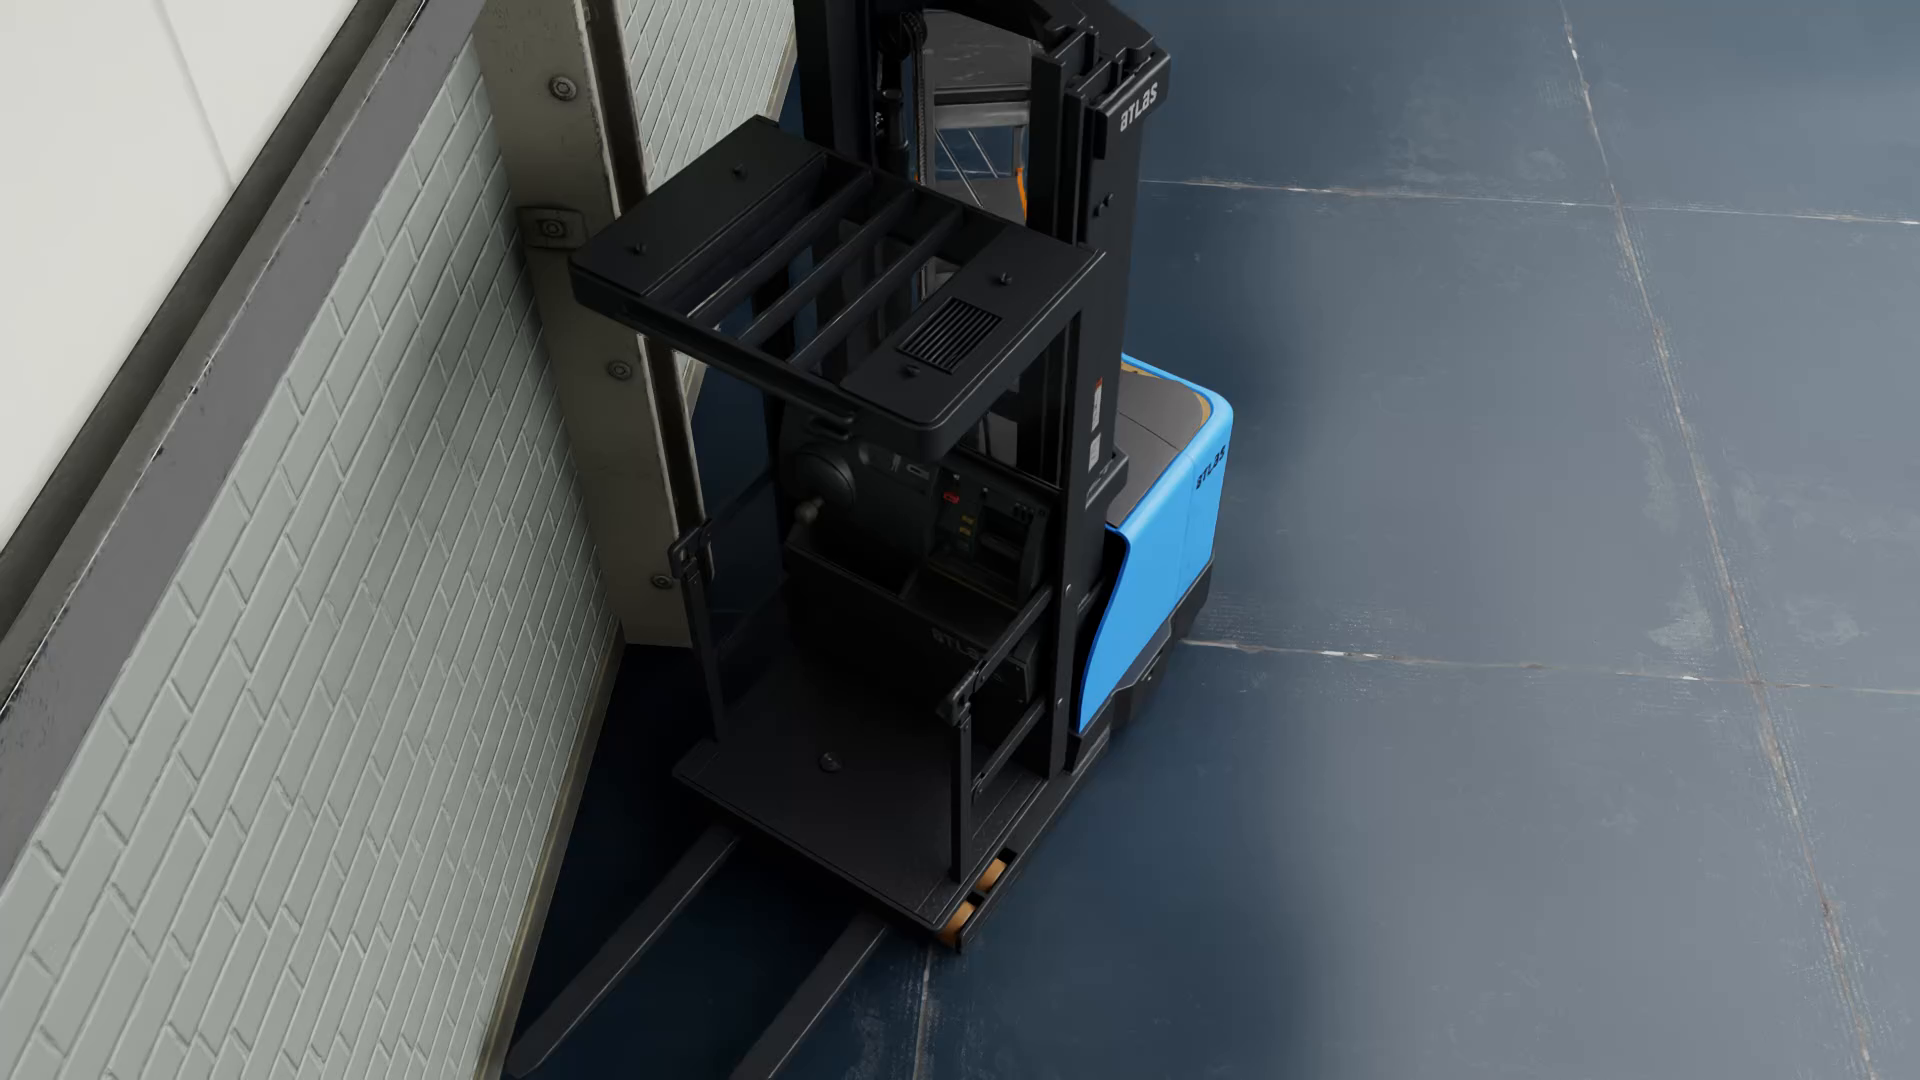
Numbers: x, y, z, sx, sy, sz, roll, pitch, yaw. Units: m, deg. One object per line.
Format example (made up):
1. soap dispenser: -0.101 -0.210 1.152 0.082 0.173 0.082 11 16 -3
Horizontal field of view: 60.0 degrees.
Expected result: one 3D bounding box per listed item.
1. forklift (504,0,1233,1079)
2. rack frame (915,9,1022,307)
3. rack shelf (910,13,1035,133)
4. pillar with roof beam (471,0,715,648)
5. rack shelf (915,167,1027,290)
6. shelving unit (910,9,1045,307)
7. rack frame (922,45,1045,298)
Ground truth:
1. forklift: -0.265 -0.039 4.826 1.130 2.935 3.031 26 53 22
2. rack frame: 0.032 -1.241 6.488 0.400 2.100 0.015 -4 48 -4
3. rack shelf: 0.055 -1.525 5.818 0.431 0.518 0.480 -4 48 -4
4. pillar with roof beam: 3.134 -2.489 2.954 9.100 9.000 0.400 4 48 4
5. rack shelf: 0.055 -1.053 6.334 0.431 0.518 0.480 -4 48 -4
6. shelving unit: 0.055 -1.062 6.324 0.431 2.100 0.503 -4 48 -4
7. rack frame: 0.078 -0.883 6.160 0.400 2.100 0.015 -4 48 -4
